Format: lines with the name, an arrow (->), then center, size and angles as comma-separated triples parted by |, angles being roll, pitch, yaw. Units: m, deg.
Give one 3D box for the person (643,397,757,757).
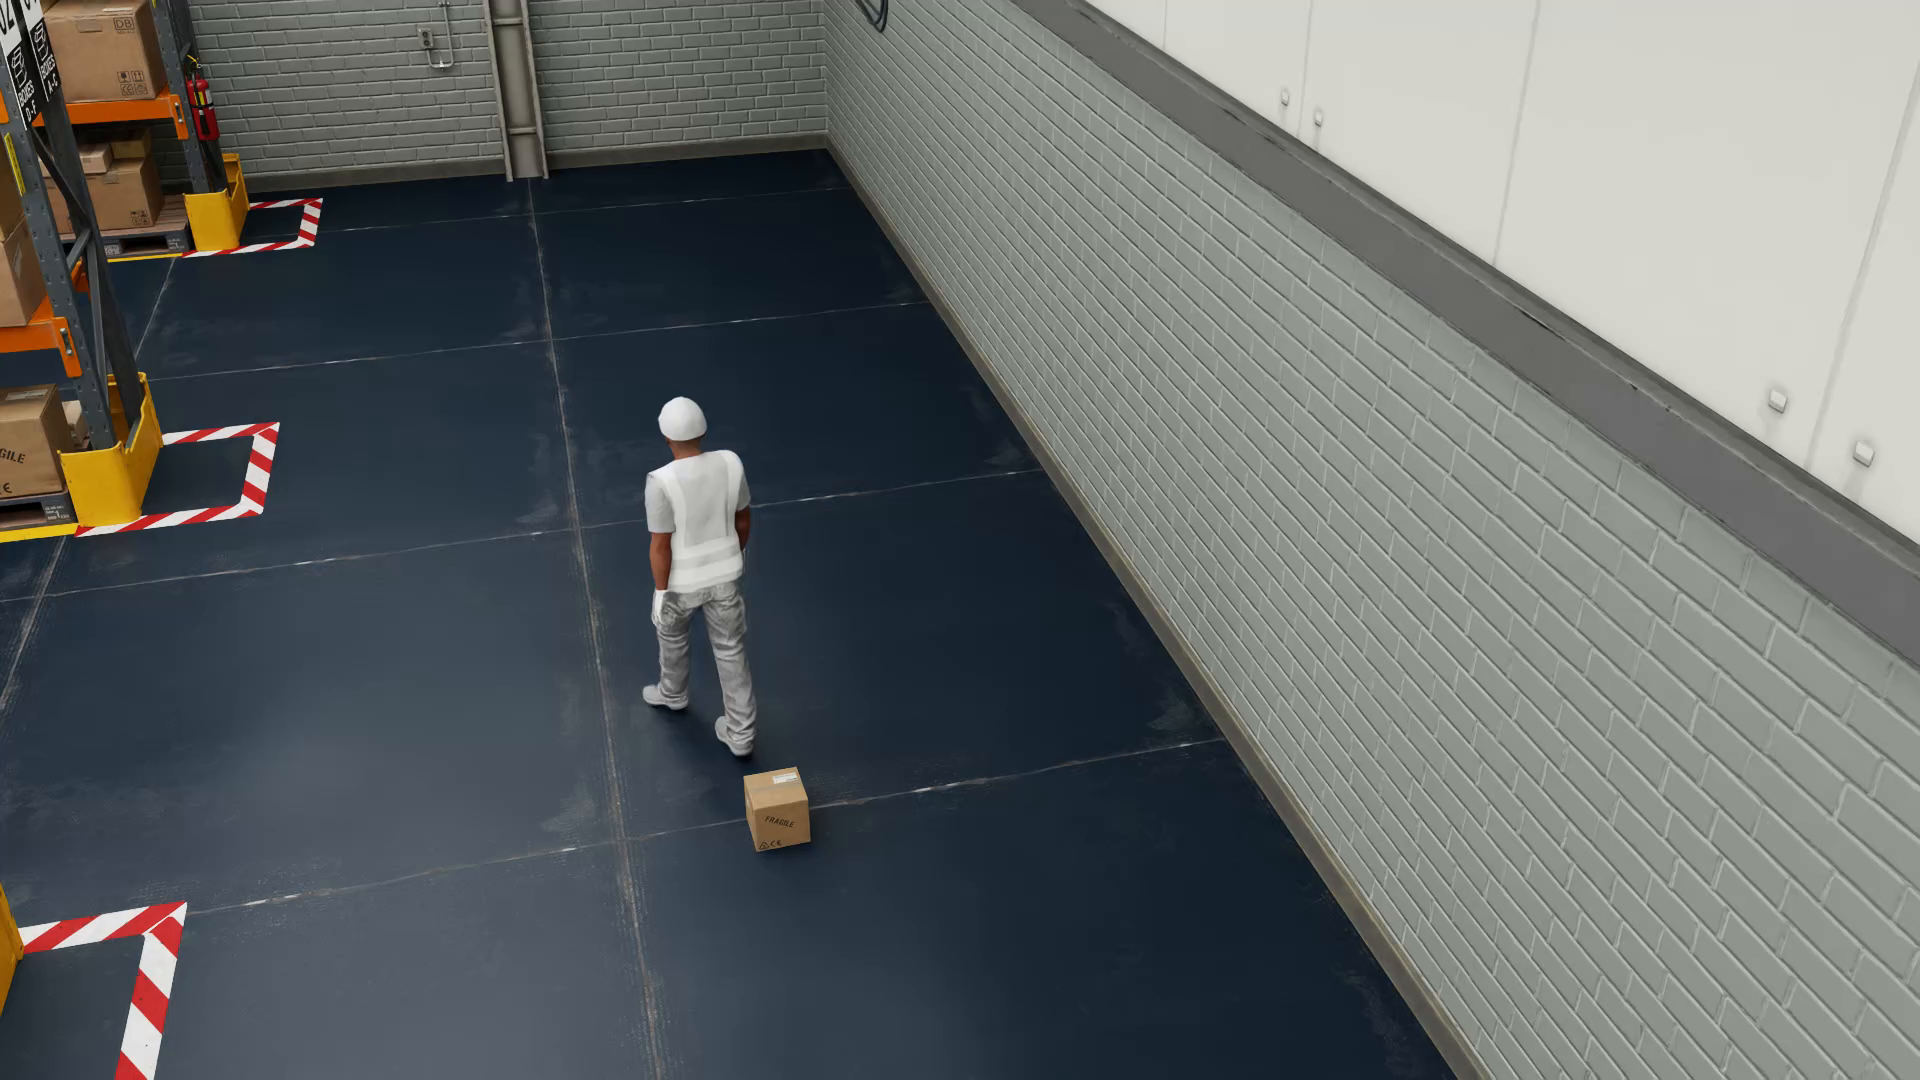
person -> -1.258, 0.148, 7.968 | 0.592, 1.770, 0.819 | -17, 34, -26
